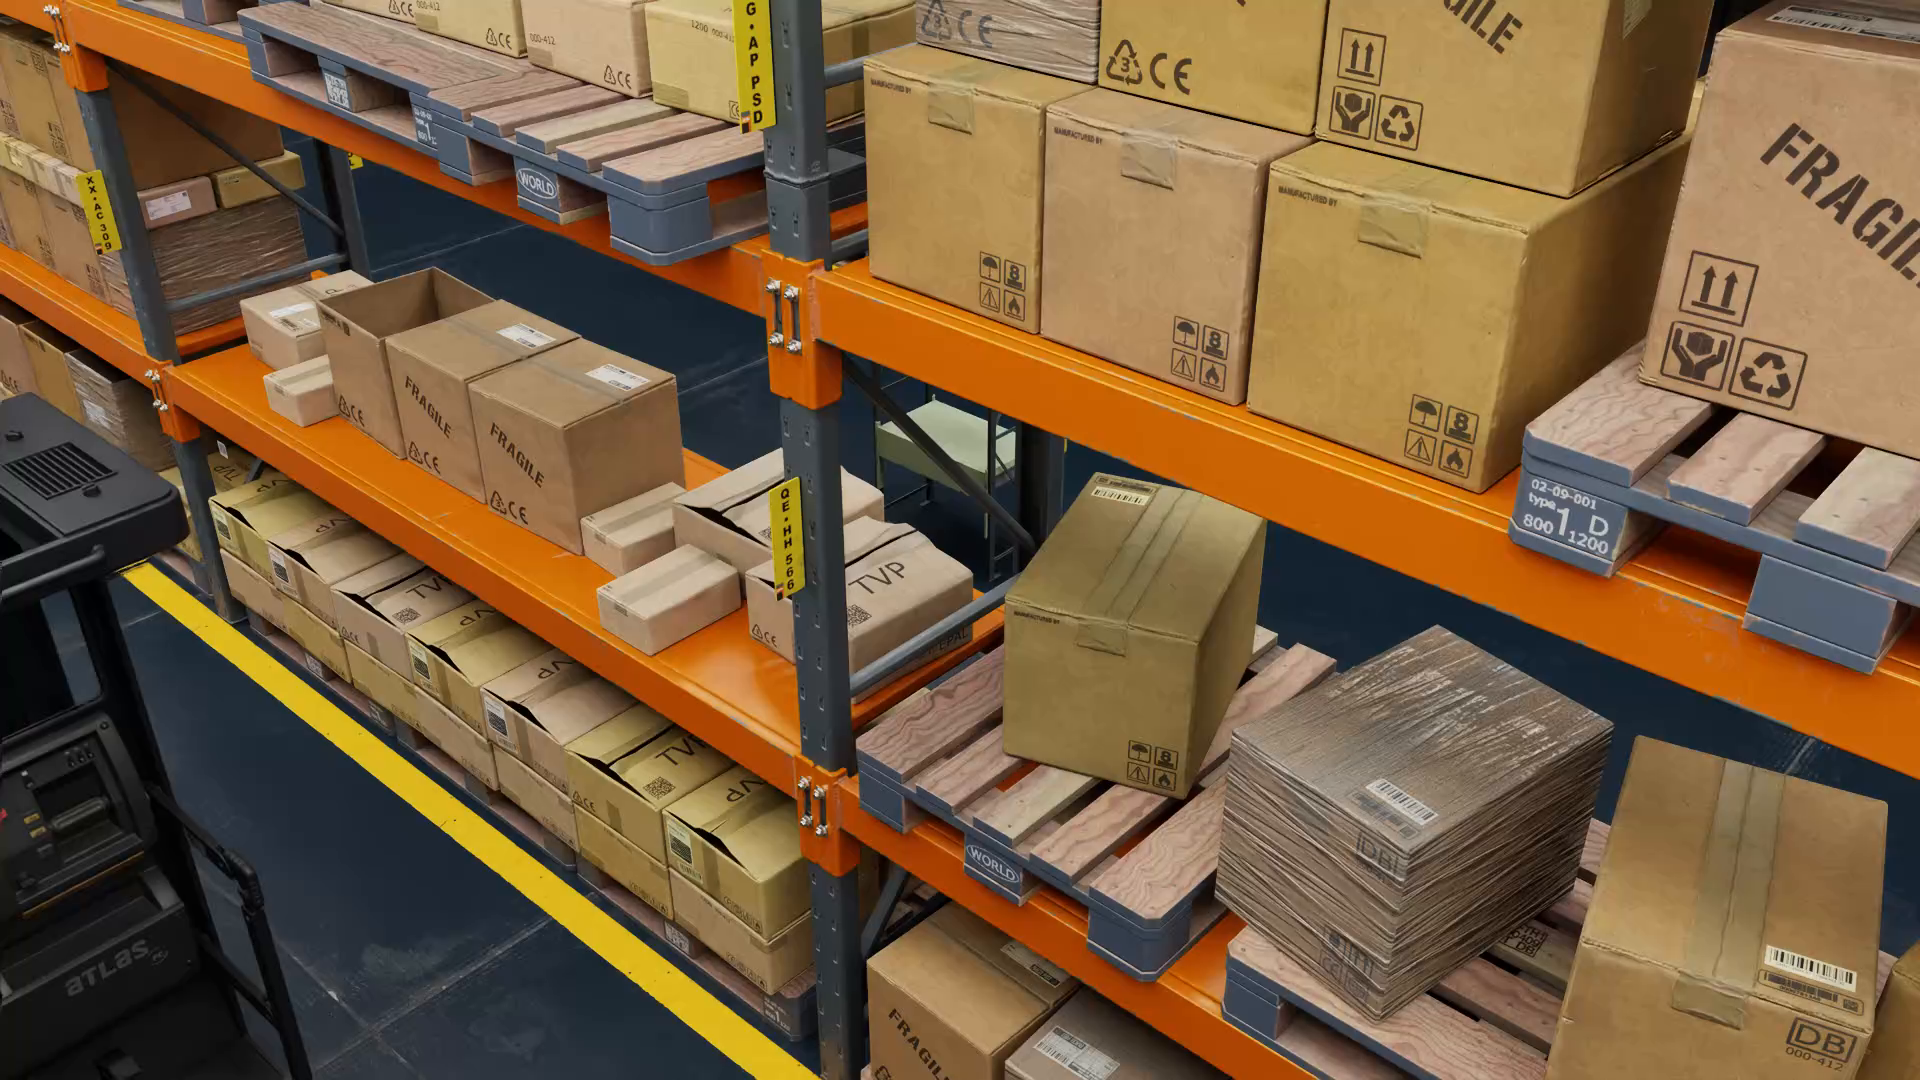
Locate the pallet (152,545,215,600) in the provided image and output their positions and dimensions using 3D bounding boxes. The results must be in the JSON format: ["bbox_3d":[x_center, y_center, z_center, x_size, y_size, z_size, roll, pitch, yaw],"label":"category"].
[{"bbox_3d":[-3.595,-0.198,8.375,1.213,0.211,1.003,25,39,35],"label":"pallet"}]

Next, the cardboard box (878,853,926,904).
[{"bbox_3d":[-0.259,0.987,5.961,0.500,0.250,0.500,25,39,35],"label":"cardboard box"}]

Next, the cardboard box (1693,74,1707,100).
[{"bbox_3d":[3.438,-1.847,7.278,0.500,0.250,0.500,26,40,36],"label":"cardboard box"}]

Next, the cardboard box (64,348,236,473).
[{"bbox_3d":[-3.887,-0.679,8.002,0.500,0.500,0.500,25,39,35],"label":"cardboard box"}]

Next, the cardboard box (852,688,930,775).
[{"bbox_3d":[-0.259,0.747,5.816,0.500,0.311,0.500,27,40,37],"label":"cardboard box"}]

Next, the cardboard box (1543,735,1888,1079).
[{"bbox_3d":[1.547,0.856,3.415,0.500,0.500,0.700,15,34,23],"label":"cardboard box"}]

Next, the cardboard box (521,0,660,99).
[{"bbox_3d":[-0.843,-1.428,4.544,0.500,0.250,0.500,26,40,36],"label":"cardboard box"}]

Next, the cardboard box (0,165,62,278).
[{"bbox_3d":[-4.132,-1.651,7.987,0.500,0.500,0.700,26,39,36],"label":"cardboard box"}]

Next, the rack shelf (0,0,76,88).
[{"bbox_3d":[-4.516,-2.771,7.733,4.000,0.370,1.077,25,39,35],"label":"rack shelf"}]

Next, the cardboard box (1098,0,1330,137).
[{"bbox_3d":[0.629,-1.144,3.267,0.500,0.500,0.500,25,39,35],"label":"cardboard box"}]

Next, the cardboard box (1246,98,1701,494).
[{"bbox_3d":[1.042,-0.551,3.251,0.500,0.500,0.910,25,39,35],"label":"cardboard box"}]

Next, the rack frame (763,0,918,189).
[{"bbox_3d":[-0.068,-2.288,3.325,0.127,3.000,1.000,25,39,35],"label":"rack frame"}]

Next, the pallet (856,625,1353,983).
[{"bbox_3d":[0.482,0.573,4.577,1.003,0.211,1.213,25,39,35],"label":"pallet"}]

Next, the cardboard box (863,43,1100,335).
[{"bbox_3d":[0.278,-0.907,3.843,0.500,0.500,0.910,25,39,35],"label":"cardboard box"}]

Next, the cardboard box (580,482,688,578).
[{"bbox_3d":[-1.051,-0.030,5.634,0.380,0.149,0.250,-26,40,-36],"label":"cardboard box"}]

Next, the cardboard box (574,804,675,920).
[{"bbox_3d":[-1.006,1.015,5.915,0.500,0.250,0.500,25,39,35],"label":"cardboard box"}]

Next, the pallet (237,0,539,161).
[{"bbox_3d":[-1.462,-1.508,5.122,1.213,0.211,1.003,27,40,37],"label":"pallet"}]

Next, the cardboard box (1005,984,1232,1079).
[{"bbox_3d":[0.470,1.611,4.663,0.500,0.500,0.500,23,38,33],"label":"cardboard box"}]

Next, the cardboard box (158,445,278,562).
[{"bbox_3d":[-3.524,-0.181,7.900,0.500,0.250,0.500,25,39,35],"label":"cardboard box"}]

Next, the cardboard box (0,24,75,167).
[{"bbox_3d":[-3.742,-2.026,7.352,0.500,0.500,0.700,25,39,35],"label":"cardboard box"}]

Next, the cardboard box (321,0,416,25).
[{"bbox_3d":[-1.657,-1.817,5.190,0.500,0.250,0.500,21,37,31],"label":"cardboard box"}]

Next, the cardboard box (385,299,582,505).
[{"bbox_3d":[-1.713,-0.517,6.103,0.500,0.500,0.500,25,39,35],"label":"cardboard box"}]

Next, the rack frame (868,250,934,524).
[{"bbox_3d":[-0.276,-0.772,8.077,0.023,1.500,0.400,25,39,35],"label":"rack frame"}]

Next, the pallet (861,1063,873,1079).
[{"bbox_3d":[0.460,1.750,5.138,1.213,0.211,1.003,25,39,35],"label":"pallet"}]

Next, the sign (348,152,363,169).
[{"bbox_3d":[-2.677,-1.775,7.244,0.005,0.325,0.100,25,39,35],"label":"sign"}]

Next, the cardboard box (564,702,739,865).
[{"bbox_3d":[-1.011,0.776,5.768,0.500,0.311,0.500,24,39,34],"label":"cardboard box"}]

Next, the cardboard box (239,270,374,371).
[{"bbox_3d":[-2.639,-0.884,6.955,0.500,0.250,0.500,-27,40,-37],"label":"cardboard box"}]

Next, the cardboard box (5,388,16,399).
[{"bbox_3d":[-4.640,-0.698,8.759,0.500,0.250,0.500,25,39,35],"label":"cardboard box"}]

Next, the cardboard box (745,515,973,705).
[{"bbox_3d":[-0.308,0.178,5.132,0.500,0.311,0.500,-27,40,-37],"label":"cardboard box"}]

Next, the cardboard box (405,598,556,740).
[{"bbox_3d":[-1.754,0.426,6.349,0.500,0.311,0.500,26,40,36],"label":"cardboard box"}]

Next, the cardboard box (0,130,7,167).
[{"bbox_3d":[-4.319,-1.875,7.730,0.250,0.149,0.380,26,40,36],"label":"cardboard box"}]

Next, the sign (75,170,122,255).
[{"bbox_3d":[-3.405,-1.294,6.575,0.005,0.325,0.100,25,39,35],"label":"sign"}]

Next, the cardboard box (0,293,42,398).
[{"bbox_3d":[-4.641,-1.018,8.565,0.500,0.500,0.500,25,39,35],"label":"cardboard box"}]

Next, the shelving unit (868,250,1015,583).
[{"bbox_3d":[-0.005,-0.645,7.867,0.755,1.500,0.431,25,39,35],"label":"shelving unit"}]

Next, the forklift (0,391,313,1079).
[{"bbox_3d":[-2.371,0.831,4.028,3.031,2.935,1.130,24,39,34],"label":"forklift"}]

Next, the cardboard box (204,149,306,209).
[{"bbox_3d":[-3.103,-1.590,7.256,0.250,0.149,0.380,25,39,35],"label":"cardboard box"}]

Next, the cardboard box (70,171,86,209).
[{"bbox_3d":[-3.561,-1.521,7.142,0.250,0.149,0.380,24,39,34],"label":"cardboard box"}]

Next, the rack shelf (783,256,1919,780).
[{"bbox_3d":[1.415,-0.002,3.134,4.000,0.370,1.077,25,39,35],"label":"rack shelf"}]

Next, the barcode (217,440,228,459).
[{"bbox_3d":[-3.124,-0.383,7.044,0.075,0.075,0.001,25,39,35],"label":"barcode"}]

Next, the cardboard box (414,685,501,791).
[{"bbox_3d":[-1.760,0.663,6.500,0.500,0.250,0.500,26,40,36],"label":"cardboard box"}]

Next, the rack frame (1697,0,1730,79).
[{"bbox_3d":[3.253,-1.613,8.021,0.127,3.000,1.000,25,39,35],"label":"rack frame"}]

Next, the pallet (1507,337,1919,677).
[{"bbox_3d":[1.690,-0.148,2.861,1.003,0.211,1.213,25,39,35],"label":"pallet"}]

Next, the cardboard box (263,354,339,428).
[{"bbox_3d":[-2.514,-0.609,6.597,0.250,0.149,0.380,25,39,35],"label":"cardboard box"}]

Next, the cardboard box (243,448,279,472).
[{"bbox_3d":[-3.174,-0.380,8.232,0.500,0.250,0.500,25,39,35],"label":"cardboard box"}]

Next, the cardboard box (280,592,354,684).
[{"bbox_3d":[-2.523,0.308,7.089,0.500,0.250,0.500,26,40,36],"label":"cardboard box"}]

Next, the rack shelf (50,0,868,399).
[{"bbox_3d":[-1.551,-1.386,5.434,4.000,0.370,1.077,25,39,35],"label":"rack shelf"}]

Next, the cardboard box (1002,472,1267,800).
[{"bbox_3d":[0.475,0.235,4.448,0.500,0.500,0.700,12,33,19],"label":"cardboard box"}]

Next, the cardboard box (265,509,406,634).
[{"bbox_3d":[-2.527,0.070,6.941,0.500,0.311,0.500,25,39,35],"label":"cardboard box"}]

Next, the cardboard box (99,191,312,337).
[{"bbox_3d":[-3.367,-1.296,7.397,0.500,0.500,0.700,24,38,34],"label":"cardboard box"}]

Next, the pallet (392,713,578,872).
[{"bbox_3d":[-1.552,0.755,6.791,1.213,0.211,1.003,25,39,35],"label":"pallet"}]

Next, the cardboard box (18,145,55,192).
[{"bbox_3d":[-3.952,-1.701,7.442,0.250,0.149,0.380,25,39,35],"label":"cardboard box"}]
